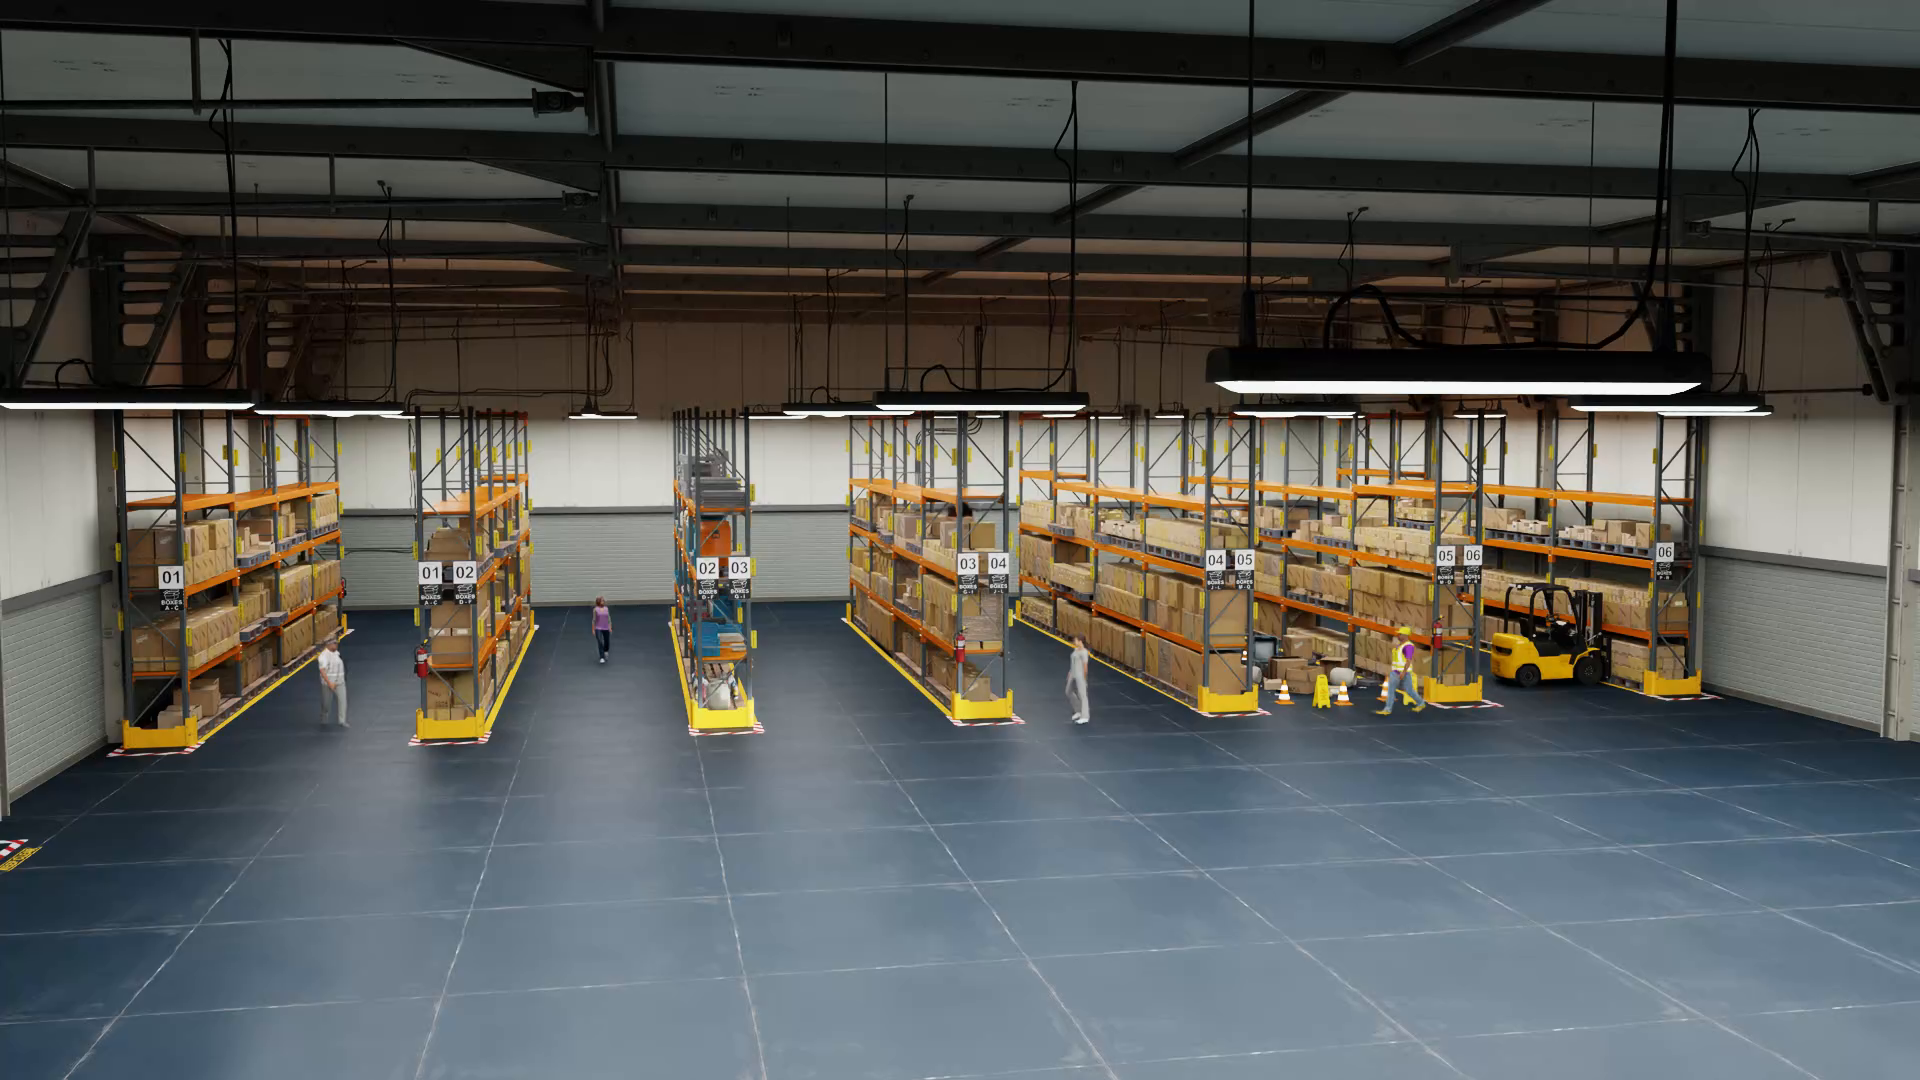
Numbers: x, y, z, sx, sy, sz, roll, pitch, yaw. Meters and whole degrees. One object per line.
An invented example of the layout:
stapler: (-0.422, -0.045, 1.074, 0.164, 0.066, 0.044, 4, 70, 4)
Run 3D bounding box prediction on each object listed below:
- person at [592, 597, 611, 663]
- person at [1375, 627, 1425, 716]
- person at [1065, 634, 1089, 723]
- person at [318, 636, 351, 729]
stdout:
person: (-8.519, 2.118, 39.535, 0.445, 1.558, 0.694, -1, 4, -17)
person: (8.623, 2.560, 32.366, 1.029, 1.736, 0.523, -3, 5, -32)
person: (2.271, 2.621, 31.675, 0.401, 1.681, 0.536, -2, 5, -27)
person: (-11.712, 2.653, 31.051, 0.519, 1.731, 1.028, -3, 5, -34)
